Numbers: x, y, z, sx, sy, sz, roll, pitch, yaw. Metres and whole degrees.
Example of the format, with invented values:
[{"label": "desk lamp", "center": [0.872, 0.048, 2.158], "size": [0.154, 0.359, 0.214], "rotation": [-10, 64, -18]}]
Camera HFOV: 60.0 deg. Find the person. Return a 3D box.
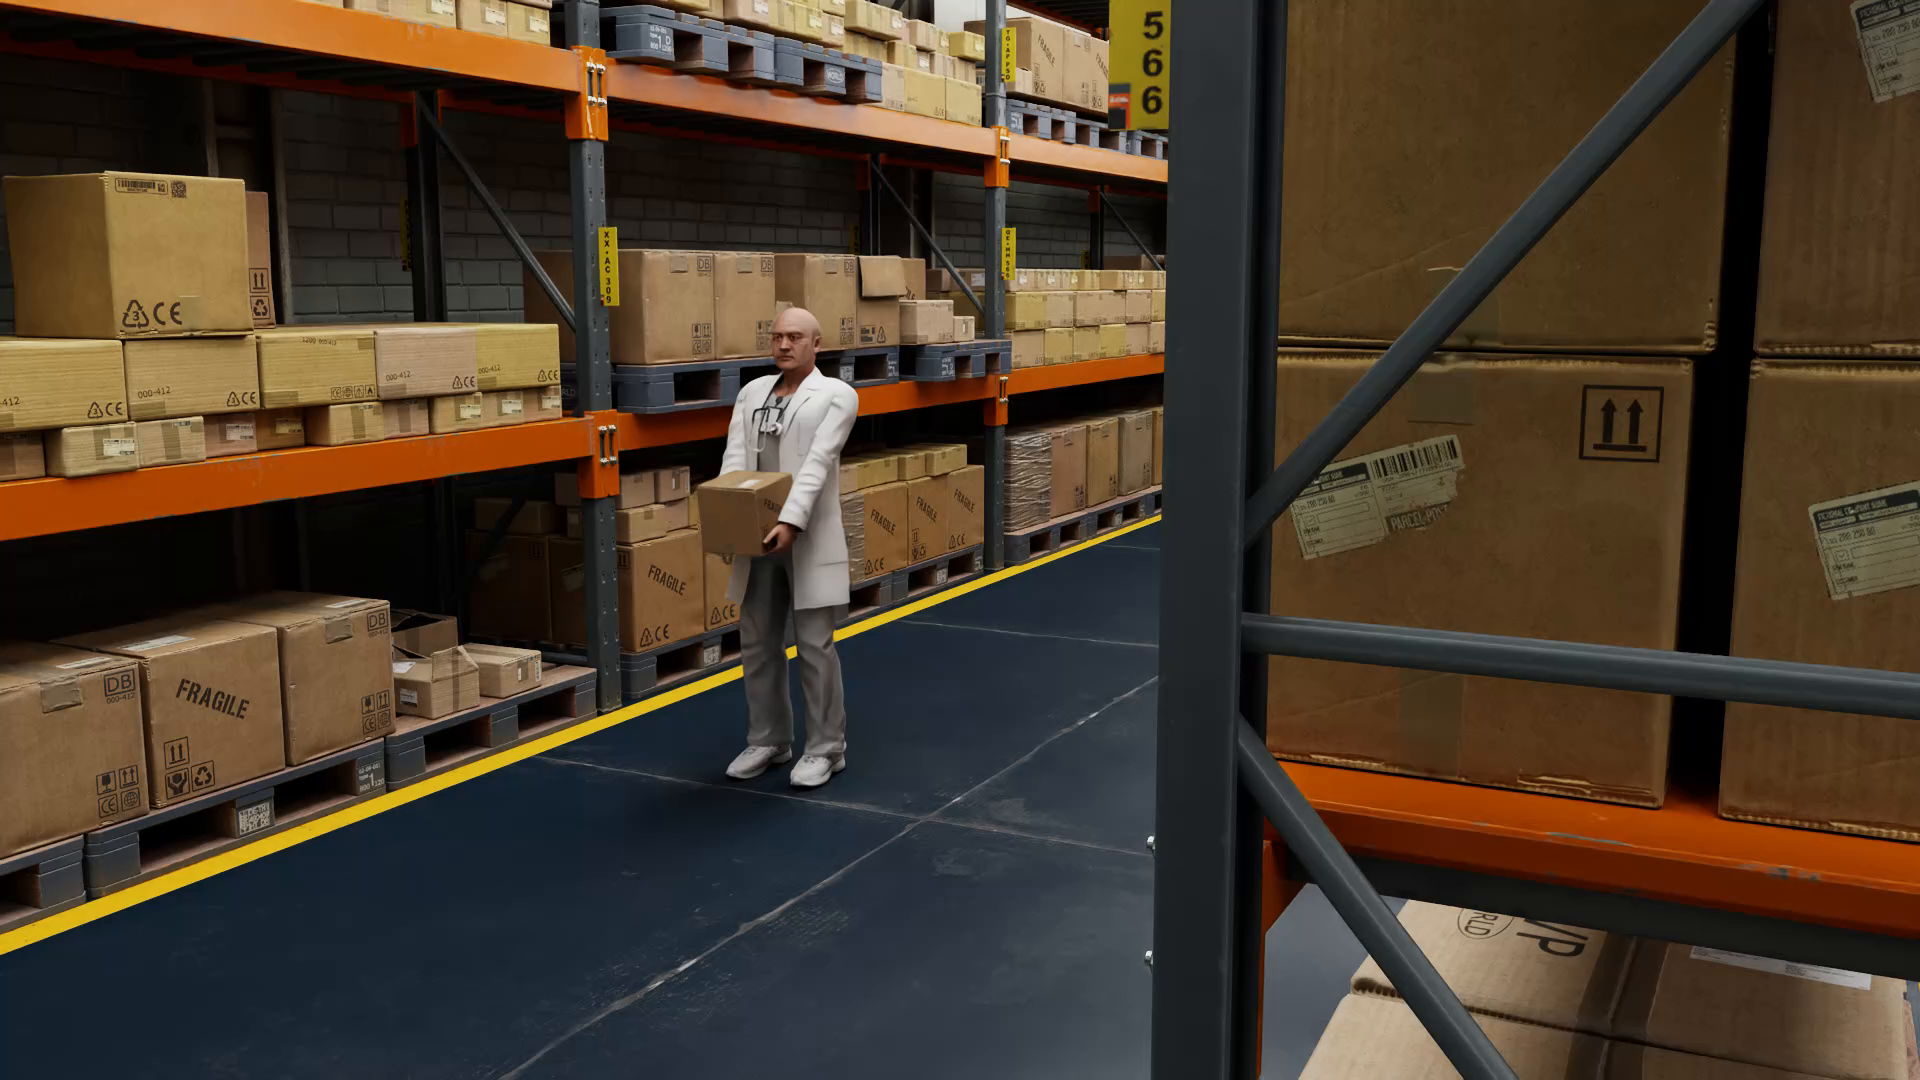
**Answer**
[{"label": "person", "center": [-0.686, 0.034, 6.200], "size": [0.525, 1.779, 0.554], "rotation": [4, 10, 26]}]
